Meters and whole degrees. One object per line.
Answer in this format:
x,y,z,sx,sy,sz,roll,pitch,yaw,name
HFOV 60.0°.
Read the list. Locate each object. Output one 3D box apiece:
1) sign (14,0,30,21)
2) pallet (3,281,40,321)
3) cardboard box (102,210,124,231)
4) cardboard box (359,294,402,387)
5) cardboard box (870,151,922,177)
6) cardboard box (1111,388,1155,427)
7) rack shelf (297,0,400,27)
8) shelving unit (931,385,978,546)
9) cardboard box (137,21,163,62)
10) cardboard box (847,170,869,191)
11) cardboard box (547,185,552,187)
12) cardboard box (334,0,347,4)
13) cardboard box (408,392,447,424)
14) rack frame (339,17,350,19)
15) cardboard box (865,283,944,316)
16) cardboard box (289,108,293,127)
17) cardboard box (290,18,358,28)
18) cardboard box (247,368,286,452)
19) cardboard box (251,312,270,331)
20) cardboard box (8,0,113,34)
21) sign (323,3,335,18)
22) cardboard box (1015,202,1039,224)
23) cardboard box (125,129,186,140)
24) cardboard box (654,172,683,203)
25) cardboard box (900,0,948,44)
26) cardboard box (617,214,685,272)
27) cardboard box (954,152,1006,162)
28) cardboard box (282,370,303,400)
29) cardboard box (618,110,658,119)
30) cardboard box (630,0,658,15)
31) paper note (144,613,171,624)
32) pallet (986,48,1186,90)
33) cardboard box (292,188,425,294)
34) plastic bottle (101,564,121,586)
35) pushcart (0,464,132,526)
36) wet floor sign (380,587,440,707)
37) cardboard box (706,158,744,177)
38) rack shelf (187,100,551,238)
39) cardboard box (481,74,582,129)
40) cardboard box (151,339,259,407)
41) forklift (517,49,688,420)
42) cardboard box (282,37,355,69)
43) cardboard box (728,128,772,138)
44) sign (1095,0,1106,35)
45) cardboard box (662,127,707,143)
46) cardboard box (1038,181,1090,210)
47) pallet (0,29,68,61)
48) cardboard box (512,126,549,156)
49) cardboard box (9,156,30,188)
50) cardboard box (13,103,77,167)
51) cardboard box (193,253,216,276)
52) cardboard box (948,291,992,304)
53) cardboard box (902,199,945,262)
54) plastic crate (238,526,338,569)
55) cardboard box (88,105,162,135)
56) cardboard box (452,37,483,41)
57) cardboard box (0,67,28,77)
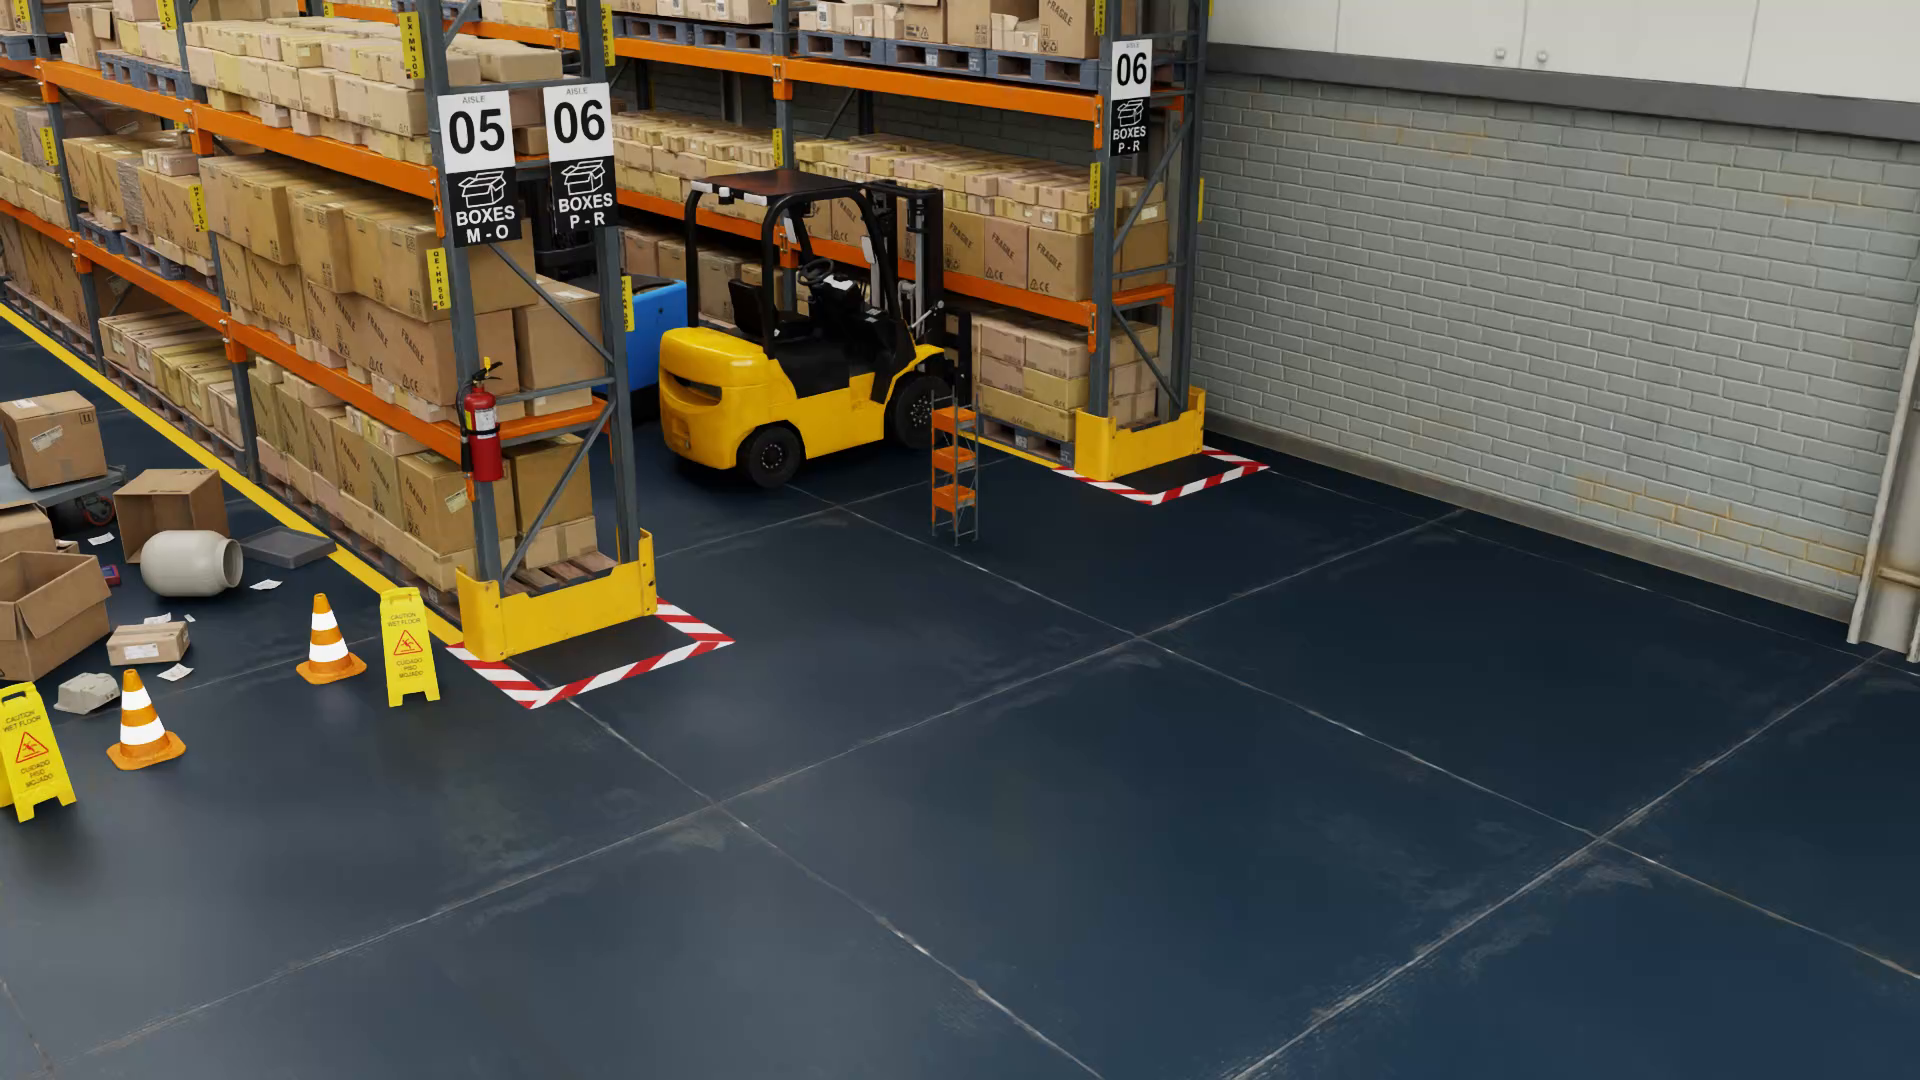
-8.011,-4.596,14.174,0.100,0.325,0.005,-17,27,-37,sign
-9.635,-2.663,17.993,1.003,0.211,1.213,-17,27,-37,pallet
-7.047,-2.742,14.141,0.380,0.149,0.250,-17,27,-37,cardboard box
-3.250,-1.250,10.017,0.500,0.500,0.500,-17,27,-37,cardboard box
-0.540,-3.177,14.048,0.380,0.149,0.250,-18,28,-38,cardboard box
1.222,-1.121,13.428,0.500,0.250,0.500,-17,27,-37,cardboard box
-7.744,-6.953,21.997,1.077,0.370,4.000,-17,27,-37,rack shelf
-0.035,-0.504,11.330,0.215,1.050,0.252,-17,27,-37,shelving unit
-5.792,-3.736,12.427,0.500,0.250,0.500,-17,27,-37,cardboard box
-0.741,-3.104,14.270,0.380,0.149,0.250,-17,27,-36,cardboard box
-4.960,-4.215,20.095,0.380,0.149,0.250,-19,28,-39,cardboard box
-7.924,-7.066,21.643,0.380,0.149,0.250,-17,27,-36,cardboard box
-3.019,-0.820,9.809,0.380,0.149,0.250,-18,28,-38,cardboard box
-9.049,-6.444,23.824,1.000,3.000,0.127,-17,27,-37,rack frame
-0.479,-2.023,14.359,0.500,0.250,0.500,-16,27,-36,cardboard box
-3.949,-2.654,10.379,0.380,0.149,0.250,-17,27,-37,cardboard box
-4.374,-3.508,11.465,0.380,0.149,0.250,-18,28,-39,cardboard box
-4.794,-0.983,12.047,0.500,0.500,0.500,-16,26,-35,cardboard box
-4.807,-1.608,11.821,0.380,0.149,0.250,-16,27,-36,cardboard box
-7.946,-4.760,14.693,0.797,0.503,0.637,-20,29,-41,cardboard box
-4.568,-3.715,12.033,0.100,0.325,0.005,-17,27,-37,sign
0.644,-2.551,12.858,0.380,0.149,0.250,-17,27,-36,cardboard box
-7.078,-3.372,14.860,0.500,0.500,0.500,-18,28,-39,cardboard box
-2.719,-3.559,16.663,0.500,0.250,0.500,-16,27,-36,cardboard box
-0.025,-4.252,13.260,0.797,0.503,0.637,-16,27,-36,cardboard box
-3.430,-3.148,18.089,0.875,0.625,0.625,-16,27,-36,cardboard box
0.174,-3.161,14.006,0.380,0.149,0.250,-16,27,-36,cardboard box
-4.421,-1.095,11.443,0.380,0.149,0.250,-16,27,-35,cardboard box
-3.462,-4.541,17.938,0.380,0.149,0.250,-16,27,-36,cardboard box
-2.875,-5.380,16.143,0.500,0.500,0.500,-17,27,-36,cardboard box
-4.929,0.489,10.209,0.148,0.019,0.142,-8,23,-19,paper note
0.953,-3.581,12.521,1.003,0.211,1.213,-17,27,-37,pallet
-3.598,-1.839,10.149,0.700,0.500,0.500,-18,28,-38,cardboard box
-5.553,0.225,10.825,0.133,0.061,0.283,-12,25,-28,plastic bottle
-6.669,-0.168,11.397,0.936,0.377,1.648,12,24,27,pushcart
-3.050,0.563,9.163,0.267,0.644,0.232,-8,23,-19,wet floor sign
-2.072,-3.507,15.845,0.500,0.250,0.500,-18,28,-39,cardboard box
-3.669,-2.455,10.513,1.077,0.370,4.000,-17,27,-37,rack shelf
-2.490,-2.509,9.461,0.500,0.250,0.500,-18,28,-38,cardboard box
-6.245,-1.452,14.105,0.950,0.372,0.625,-16,27,-36,cardboard box
-3.820,-2.701,14.360,3.031,2.935,1.130,12,25,29,forklift
-3.834,-2.931,9.992,0.380,0.149,0.250,-17,27,-36,cardboard box
-2.075,-3.990,16.532,0.380,0.149,0.250,-18,27,-38,cardboard box
0.975,-3.670,11.523,0.100,0.325,0.005,-17,27,-37,sign
-2.749,-4.021,16.611,0.380,0.149,0.250,-17,27,-37,cardboard box
0.817,-2.620,12.626,0.380,0.149,0.250,-17,27,-37,cardboard box
-8.046,-4.525,15.070,1.213,0.211,1.003,-16,26,-35,pallet
-2.334,-2.290,9.448,0.380,0.149,0.250,-17,27,-37,cardboard box
-8.781,-3.565,15.993,0.500,0.250,0.500,-18,28,-39,cardboard box
-8.462,-3.784,15.523,0.500,0.500,0.500,-17,27,-37,cardboard box
-5.519,-2.101,12.504,0.380,0.149,0.250,-17,27,-37,cardboard box
0.248,-2.003,14.309,0.500,0.250,0.500,-18,28,-38,cardboard box
-0.128,-2.567,13.788,0.500,0.500,0.500,-17,27,-37,cardboard box
-4.571,0.042,11.266,0.583,0.080,0.402,12,24,27,plastic crate
-7.722,-3.758,15.457,0.500,0.500,0.500,-19,28,-39,cardboard box
-3.075,-2.921,9.967,0.380,0.149,0.250,-18,27,-38,cardboard box
-10.206,-5.119,18.044,0.380,0.149,0.250,-18,28,-38,cardboard box
